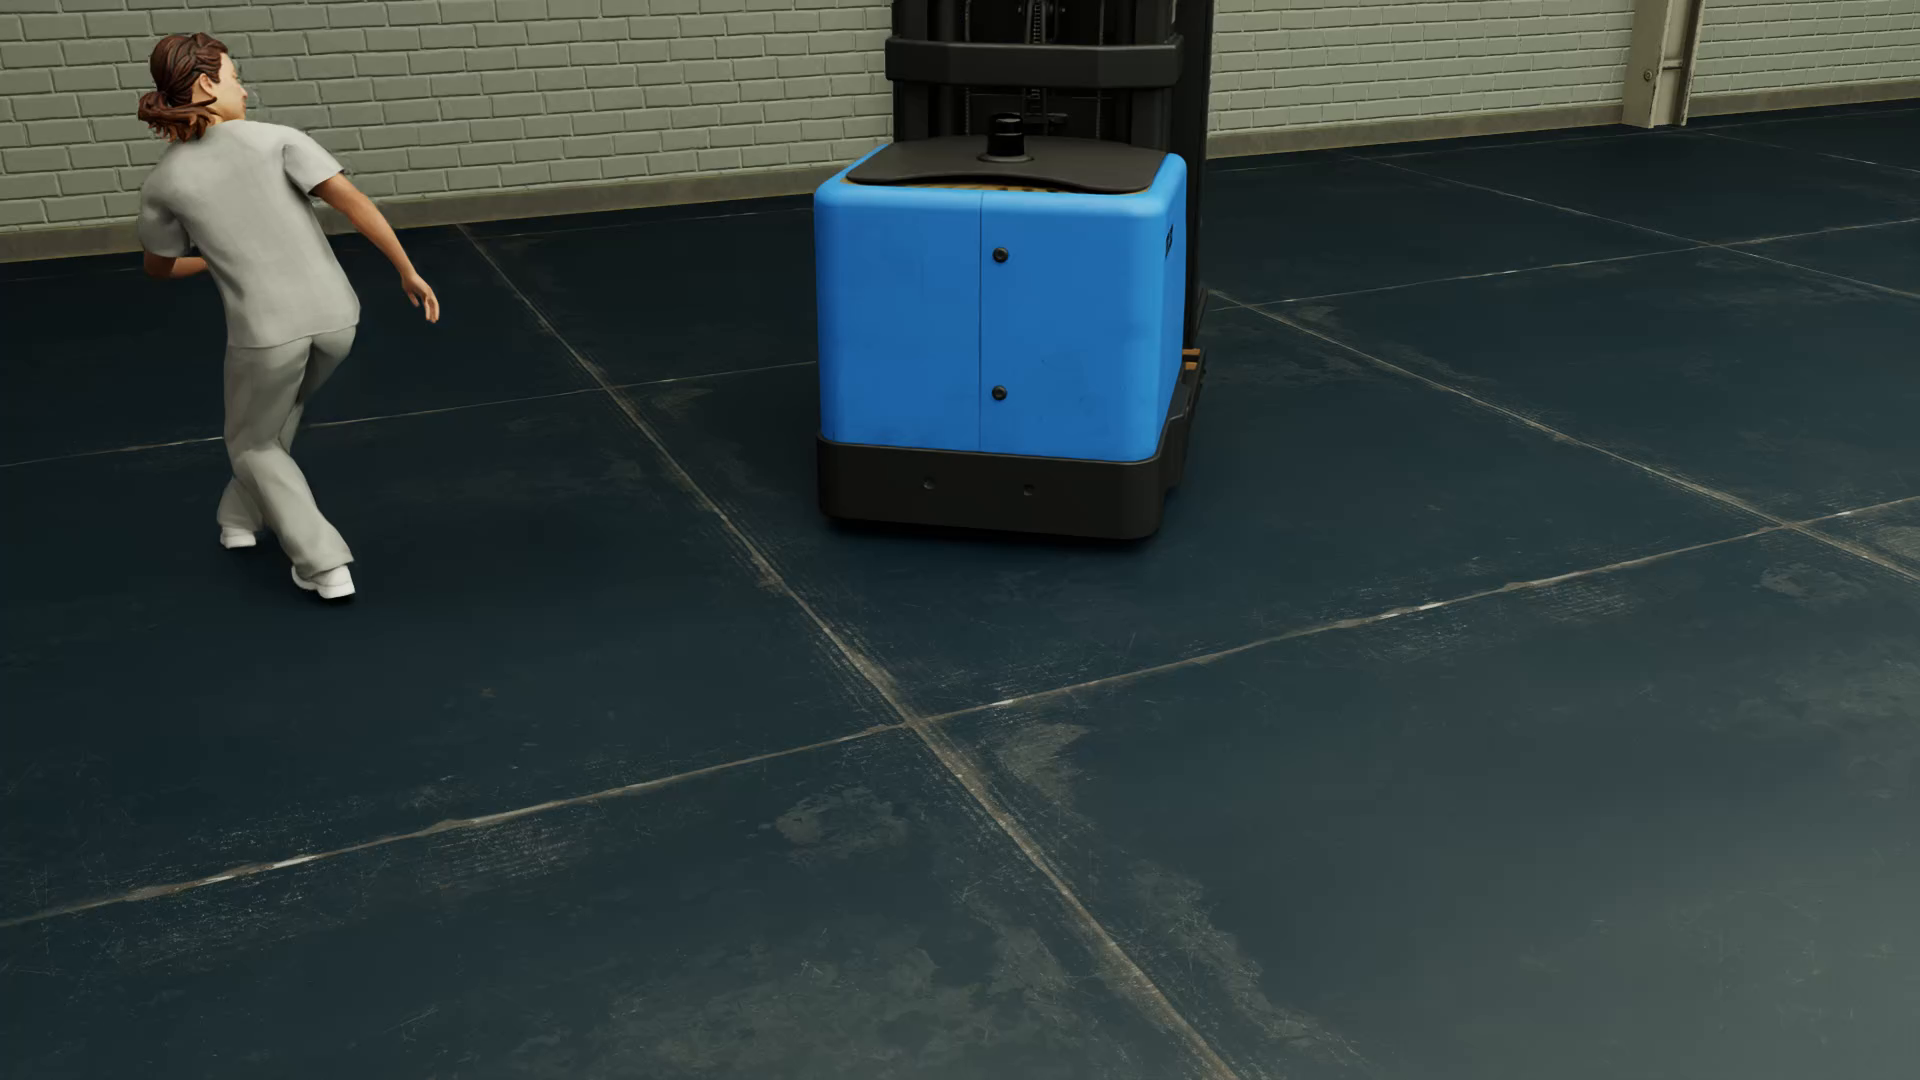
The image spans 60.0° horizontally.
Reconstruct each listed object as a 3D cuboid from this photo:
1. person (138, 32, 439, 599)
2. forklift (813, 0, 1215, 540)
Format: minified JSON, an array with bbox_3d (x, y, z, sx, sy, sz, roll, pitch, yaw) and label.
[{"bbox_3d":[-1.892,-0.643,4.683,0.676,1.519,0.750,-15,27,-32],"label":"person"},{"bbox_3d":[0.359,-1.890,5.835,1.130,2.935,3.031,4,23,11],"label":"forklift"}]
